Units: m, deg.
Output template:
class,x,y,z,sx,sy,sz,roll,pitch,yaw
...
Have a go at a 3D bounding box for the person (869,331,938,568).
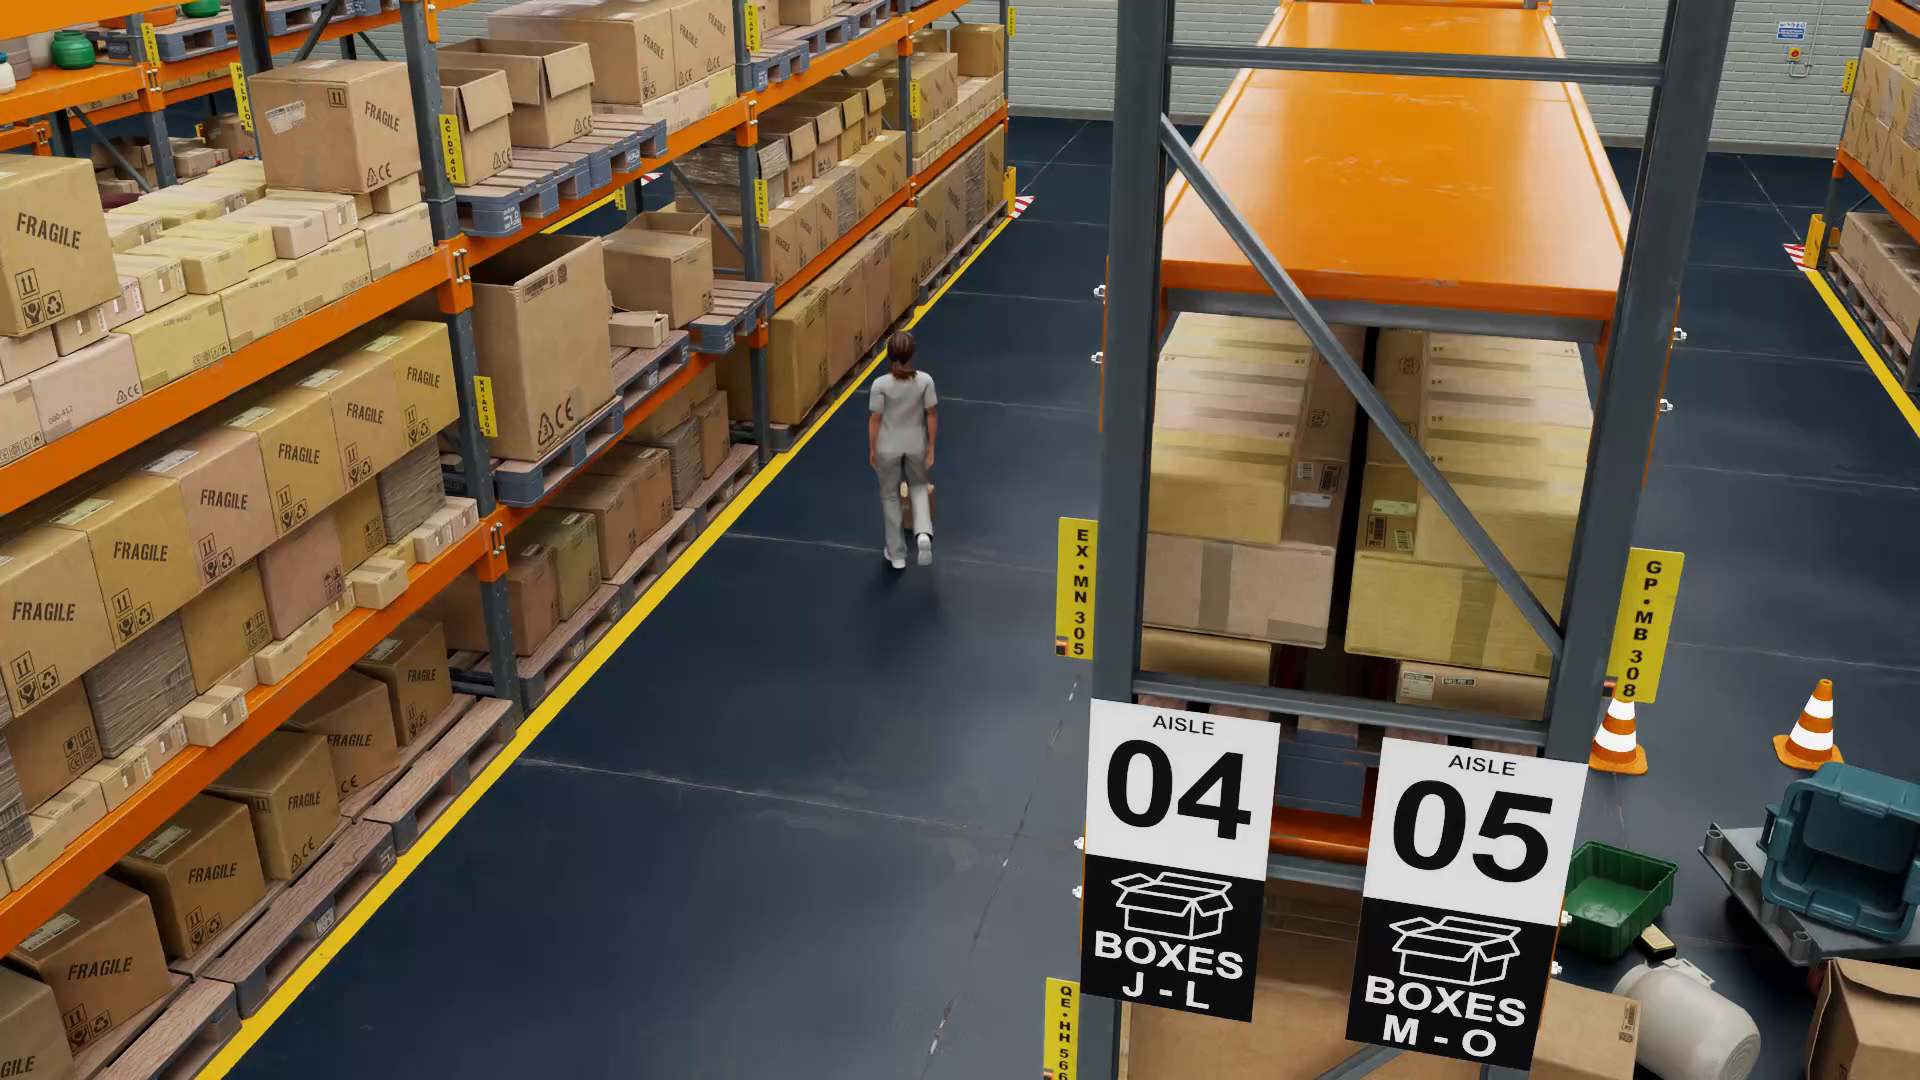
class,x,y,z,sx,sy,sz,roll,pitch,yaw
person,-0.372,-0.579,10.888,0.452,1.660,0.501,-7,26,-15
